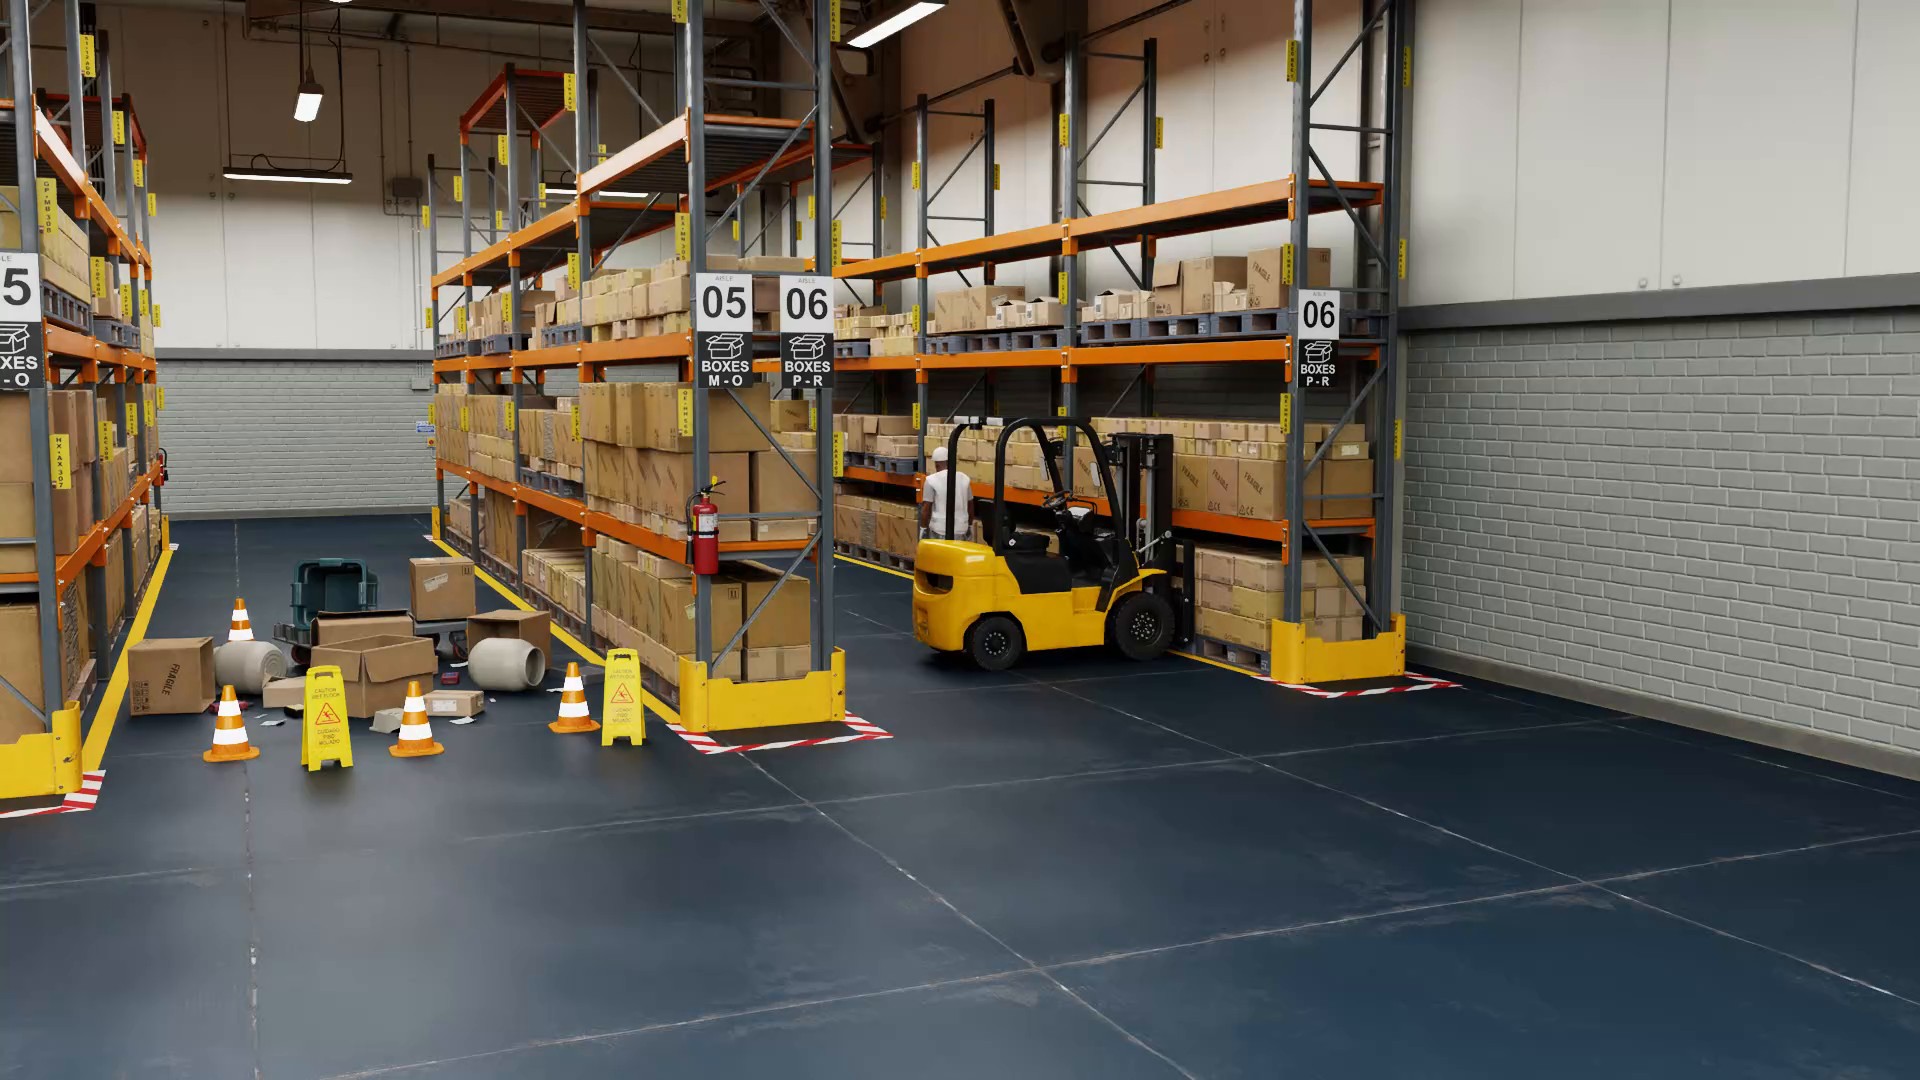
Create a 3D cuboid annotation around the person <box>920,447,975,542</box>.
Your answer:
[{"bbox_3d":[-0.136,-0.103,17.751,0.617,1.774,0.450,-2,6,-24],"label":"person"}]
